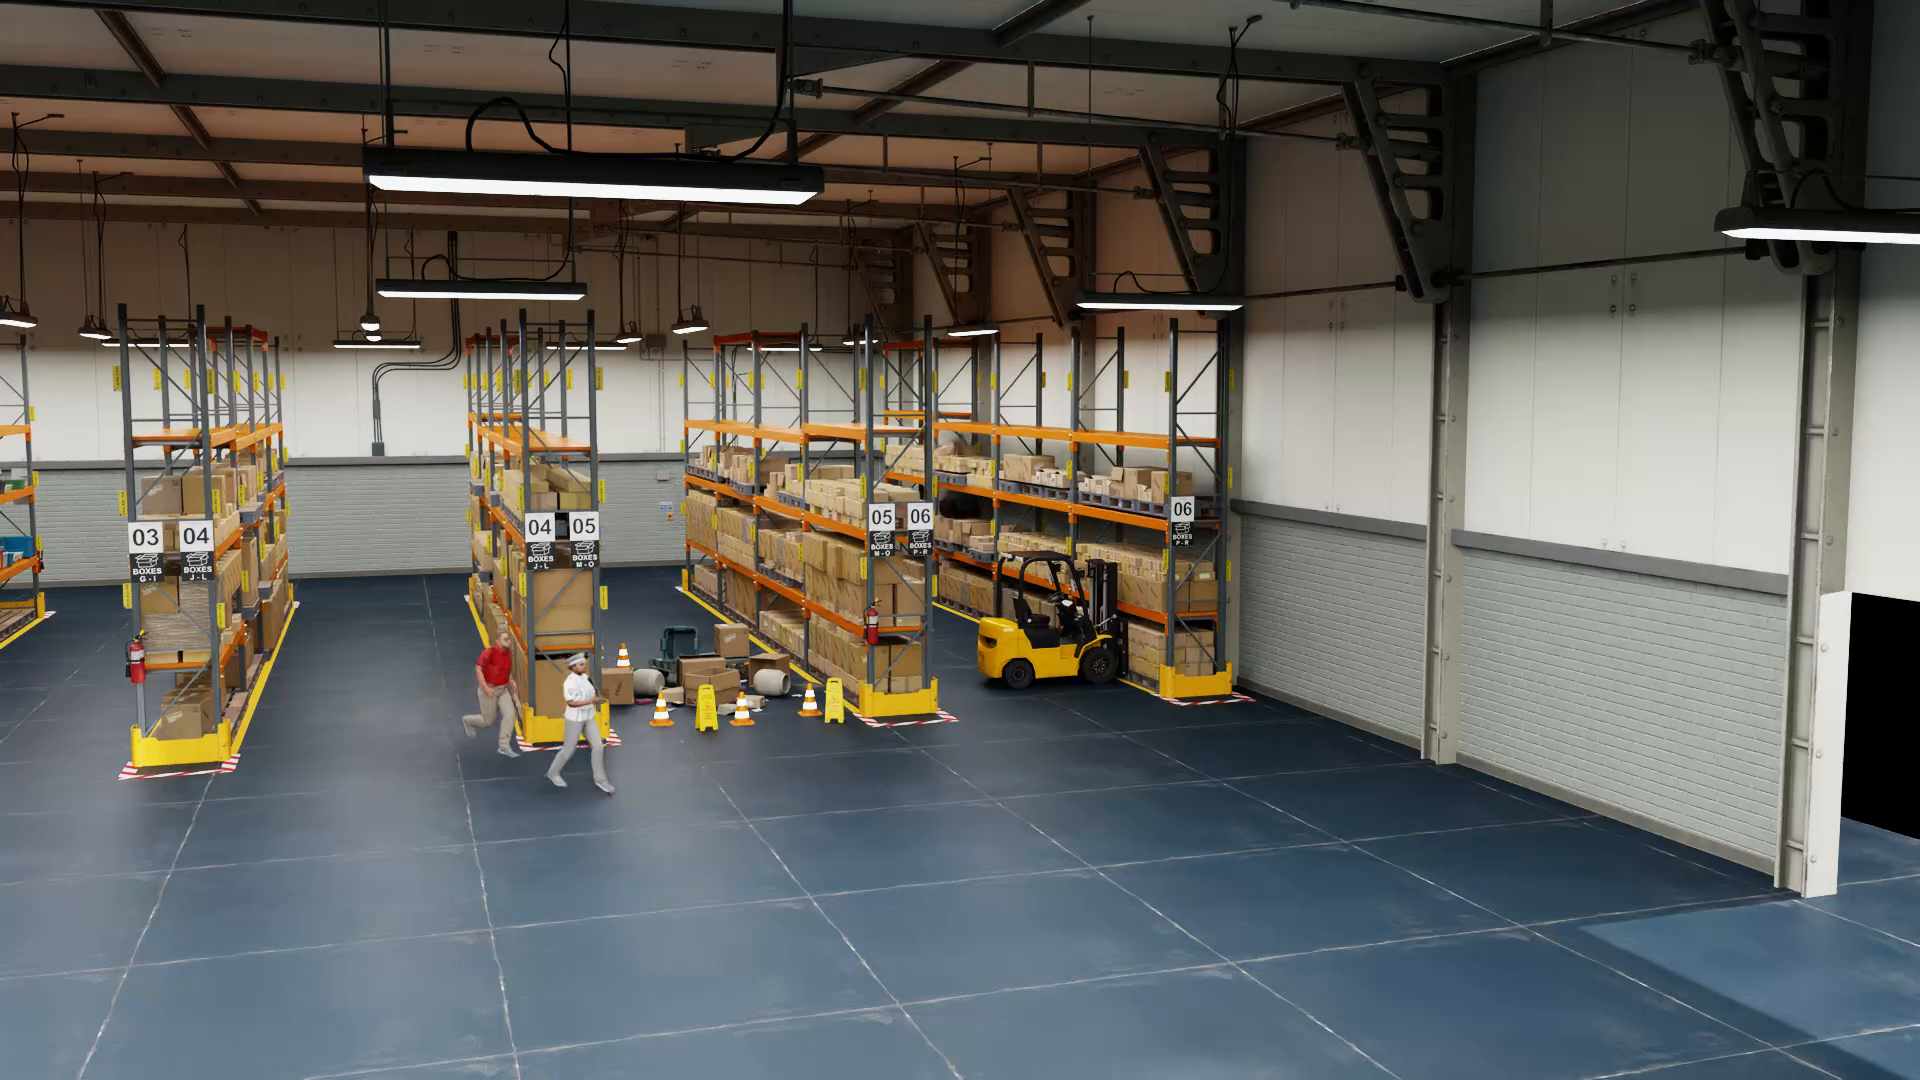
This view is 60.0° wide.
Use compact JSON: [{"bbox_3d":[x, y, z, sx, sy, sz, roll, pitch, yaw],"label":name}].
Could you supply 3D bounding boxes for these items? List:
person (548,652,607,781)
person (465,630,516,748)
[{"bbox_3d":[-4.689,2.152,20.316,0.733,1.592,0.529,3,6,26],"label":"person"},{"bbox_3d":[-6.347,1.999,22.446,0.719,1.590,0.670,3,6,27],"label":"person"}]
